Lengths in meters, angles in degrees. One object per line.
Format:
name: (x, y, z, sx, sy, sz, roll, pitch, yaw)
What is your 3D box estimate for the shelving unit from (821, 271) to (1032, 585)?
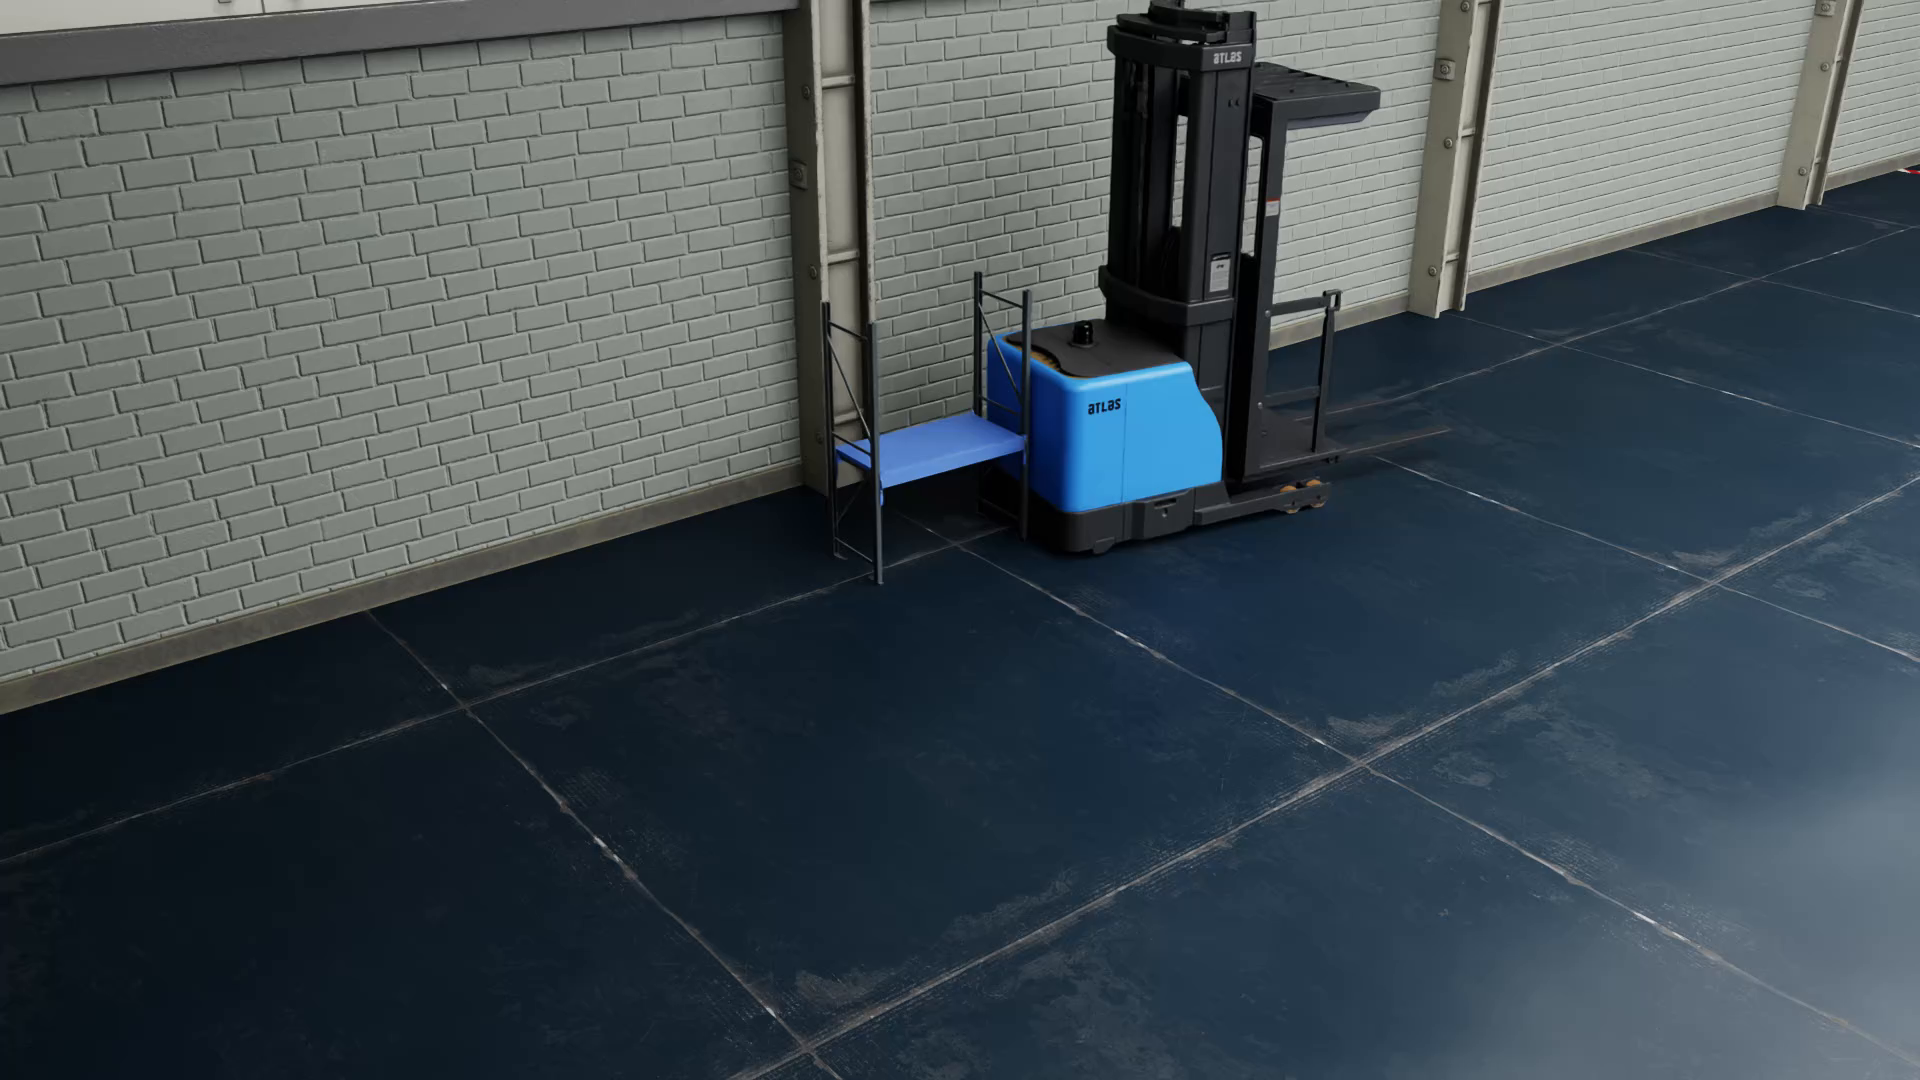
shelving unit: (-0.175, -0.643, 9.354, 1.048, 1.500, 0.538, -17, 30, -32)

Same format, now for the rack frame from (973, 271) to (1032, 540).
rack frame: (0.237, -0.768, 9.624, 0.032, 1.500, 0.500, -17, 30, -32)

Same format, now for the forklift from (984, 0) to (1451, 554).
forklift: (1.692, -1.672, 9.872, 3.031, 2.935, 1.130, -13, 28, -25)

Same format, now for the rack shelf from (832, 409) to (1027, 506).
rack shelf: (-0.175, -0.480, 9.430, 1.000, 0.185, 0.538, -17, 30, -32)

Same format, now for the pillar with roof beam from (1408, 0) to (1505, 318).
pillar with roof beam: (6.624, -4.581, 8.930, 0.400, 9.000, 9.100, -18, 31, -34)

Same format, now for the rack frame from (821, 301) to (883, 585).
rack frame: (-0.588, -0.518, 9.085, 0.032, 1.500, 0.500, -17, 30, -32)

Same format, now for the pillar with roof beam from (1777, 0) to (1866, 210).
pillar with roof beam: (11.345, -6.139, 12.289, 0.400, 9.000, 9.100, -18, 31, -34)

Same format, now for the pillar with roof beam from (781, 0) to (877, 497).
pillar with roof beam: (1.902, -3.022, 5.572, 0.400, 9.000, 9.100, -18, 31, -34)
